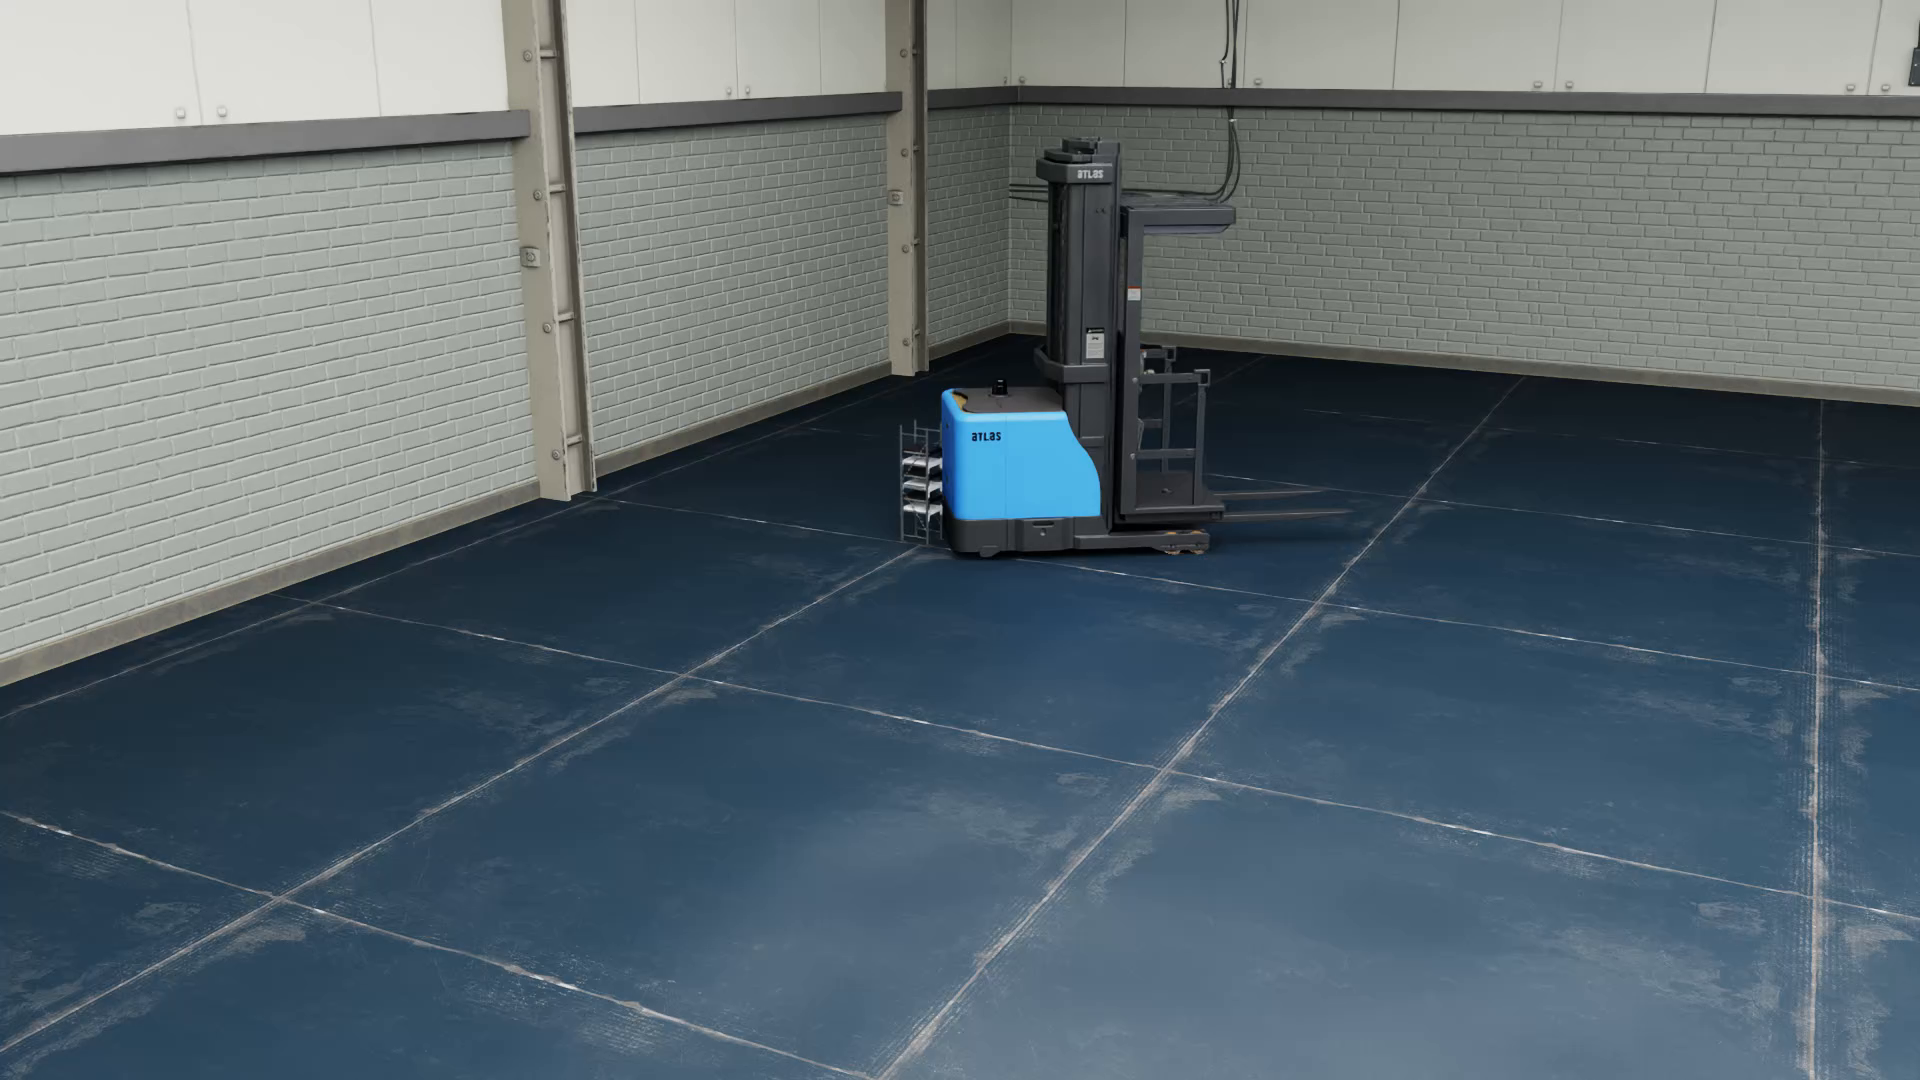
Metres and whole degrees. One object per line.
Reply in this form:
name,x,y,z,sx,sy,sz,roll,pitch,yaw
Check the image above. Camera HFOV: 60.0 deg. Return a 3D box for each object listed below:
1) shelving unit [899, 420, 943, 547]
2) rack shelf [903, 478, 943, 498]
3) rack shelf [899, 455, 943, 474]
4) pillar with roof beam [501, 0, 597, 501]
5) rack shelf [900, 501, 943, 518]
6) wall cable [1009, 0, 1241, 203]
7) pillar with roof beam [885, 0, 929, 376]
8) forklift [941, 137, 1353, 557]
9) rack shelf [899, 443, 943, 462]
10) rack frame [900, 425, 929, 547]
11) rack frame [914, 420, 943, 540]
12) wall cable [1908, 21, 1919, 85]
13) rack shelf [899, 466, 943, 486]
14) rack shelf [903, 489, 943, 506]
shelving unit,-0.287,-0.422,12.364,0.258,0.900,0.210,9,19,28
rack shelf,-0.287,-0.390,12.374,0.258,0.077,0.200,9,19,28
rack shelf,-0.287,-0.563,12.323,0.258,0.077,0.200,9,19,28
pillar with roof beam,0.590,-4.152,10.699,9.100,9.000,0.400,8,18,25
rack shelf,-0.287,-0.217,12.425,0.258,0.077,0.200,9,19,28
wall cable,1.919,-5.322,20.090,3.097,2.526,0.112,8,18,25
pillar with roof beam,3.271,-5.680,15.844,9.100,9.000,0.400,8,18,25
forklift,1.399,-1.444,12.237,3.031,2.935,1.130,-2,17,-7
rack shelf,-0.287,-0.649,12.297,0.258,0.077,0.200,9,19,28
rack frame,-0.337,-0.397,12.280,0.240,0.900,0.006,9,19,28
rack frame,-0.237,-0.447,12.449,0.240,0.900,0.006,9,19,28
wall cable,10.405,-7.229,15.084,2.305,6.003,0.169,8,18,25
rack shelf,-0.287,-0.476,12.348,0.258,0.077,0.200,9,19,28
rack shelf,-0.287,-0.304,12.400,0.258,0.077,0.200,9,19,28
